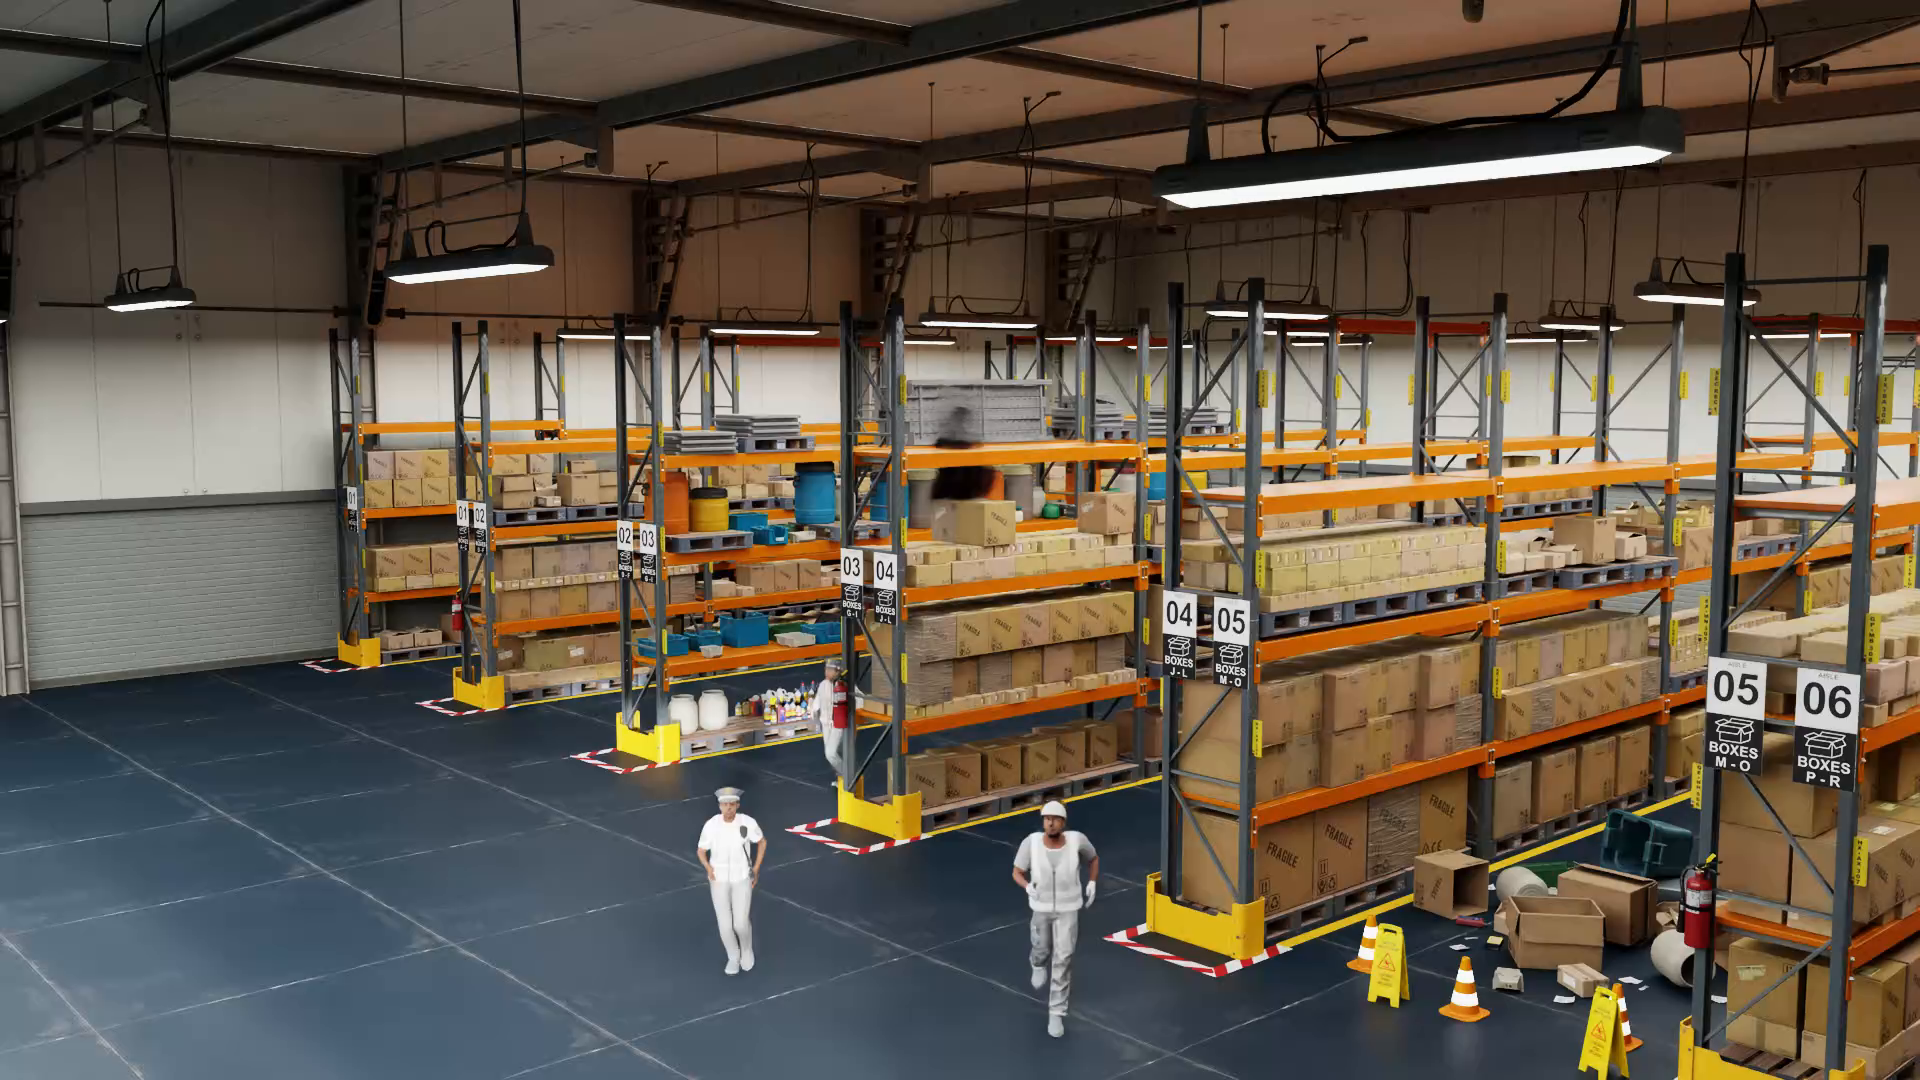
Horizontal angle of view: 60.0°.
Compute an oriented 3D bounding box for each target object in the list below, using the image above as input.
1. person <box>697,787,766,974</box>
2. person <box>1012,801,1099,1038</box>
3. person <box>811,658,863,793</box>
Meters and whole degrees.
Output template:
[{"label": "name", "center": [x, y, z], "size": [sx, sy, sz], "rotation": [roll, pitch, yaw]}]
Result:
[{"label": "person", "center": [-1.983, 2.926, 14.263], "size": [0.553, 1.663, 0.571], "rotation": [0, 6, 0]}, {"label": "person", "center": [0.768, 2.961, 13.389], "size": [0.692, 1.785, 0.977], "rotation": [1, 6, 6]}, {"label": "person", "center": [-1.560, 2.306, 20.577], "size": [0.643, 1.708, 0.660], "rotation": [4, 7, 36]}]
